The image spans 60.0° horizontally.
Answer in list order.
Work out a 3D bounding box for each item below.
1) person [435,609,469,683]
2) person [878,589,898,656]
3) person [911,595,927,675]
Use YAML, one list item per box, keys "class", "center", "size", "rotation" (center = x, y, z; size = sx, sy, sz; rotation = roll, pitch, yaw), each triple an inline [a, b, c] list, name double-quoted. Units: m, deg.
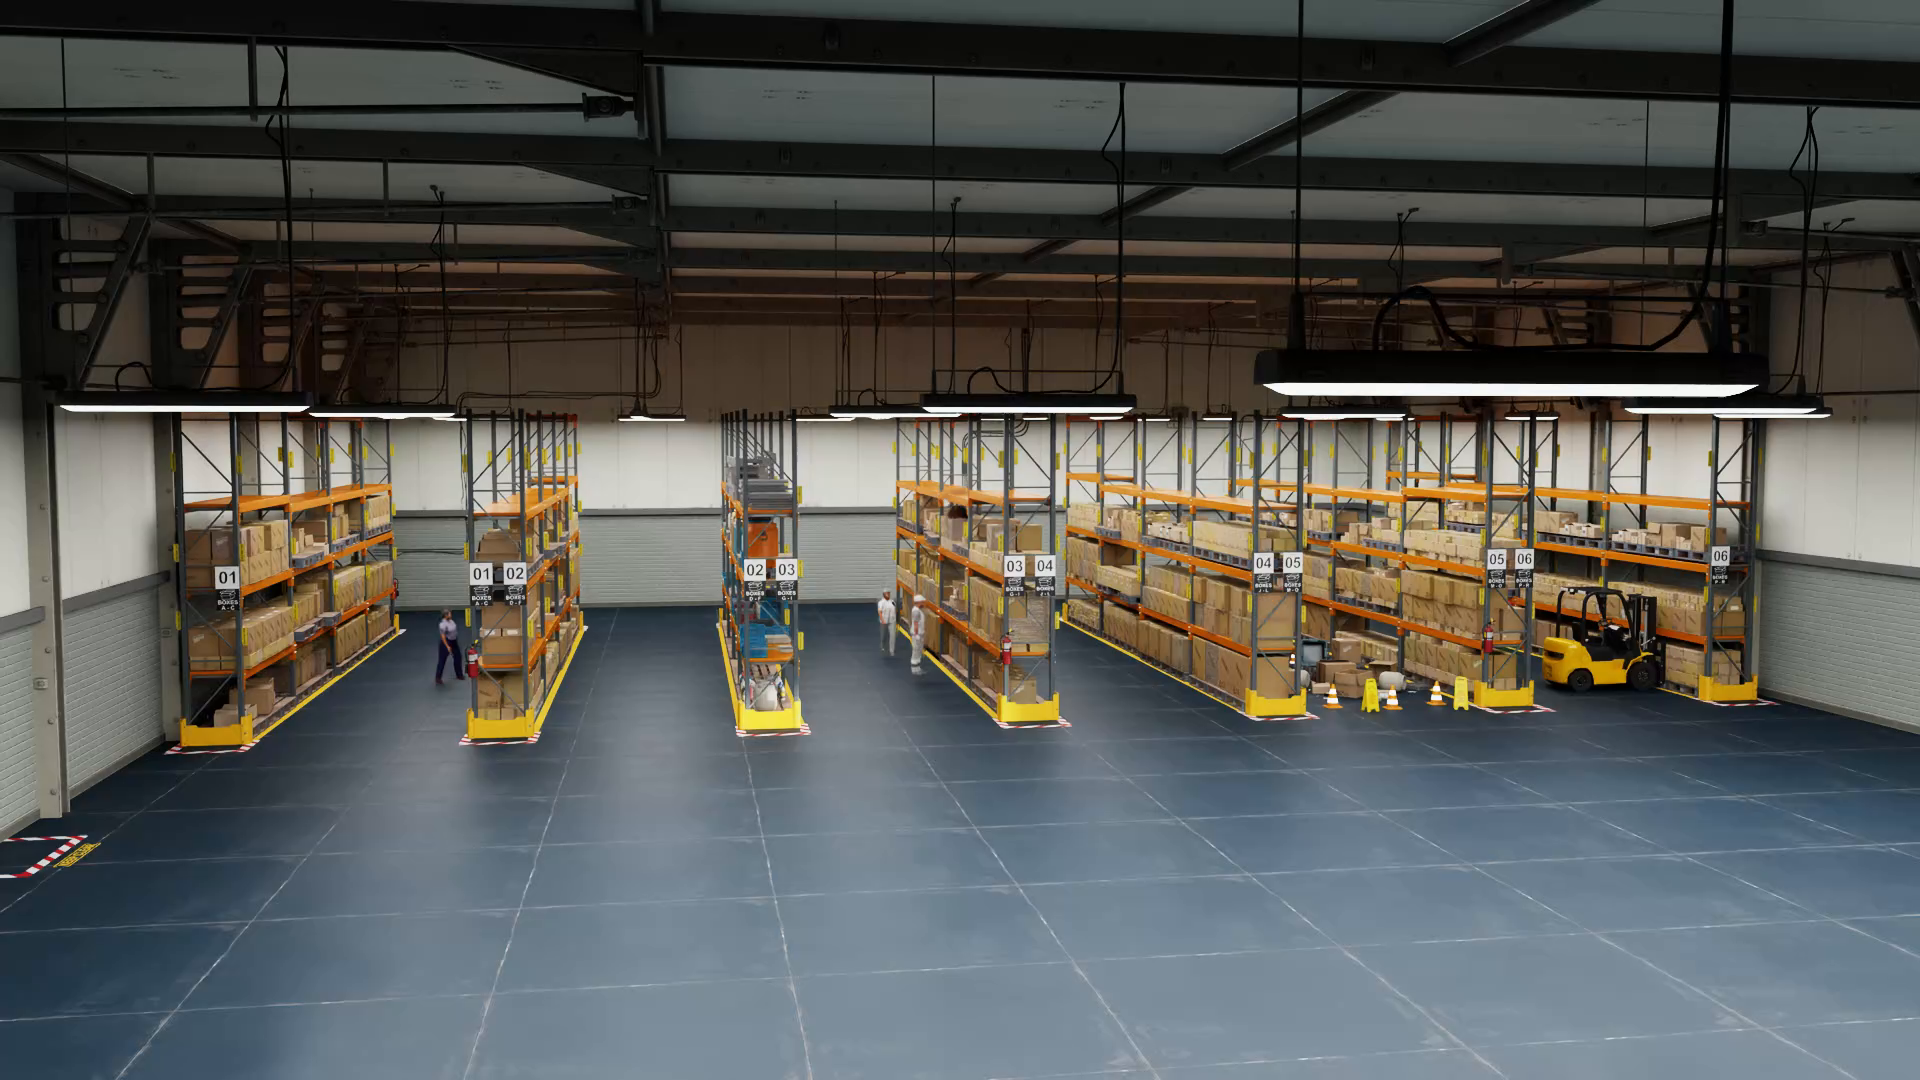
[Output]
- class: "person"
  center: [-11.331, 2.356, 36.957]
  size: [0.520, 1.674, 0.681]
  rotation: [2, 4, 23]
- class: "person"
  center: [-1.745, 1.987, 40.221]
  size: [0.492, 1.593, 1.037]
  rotation: [0, 4, -4]
- class: "person"
  center: [-0.920, 2.111, 36.974]
  size: [0.362, 1.795, 0.566]
  rotation: [0, 4, 7]
